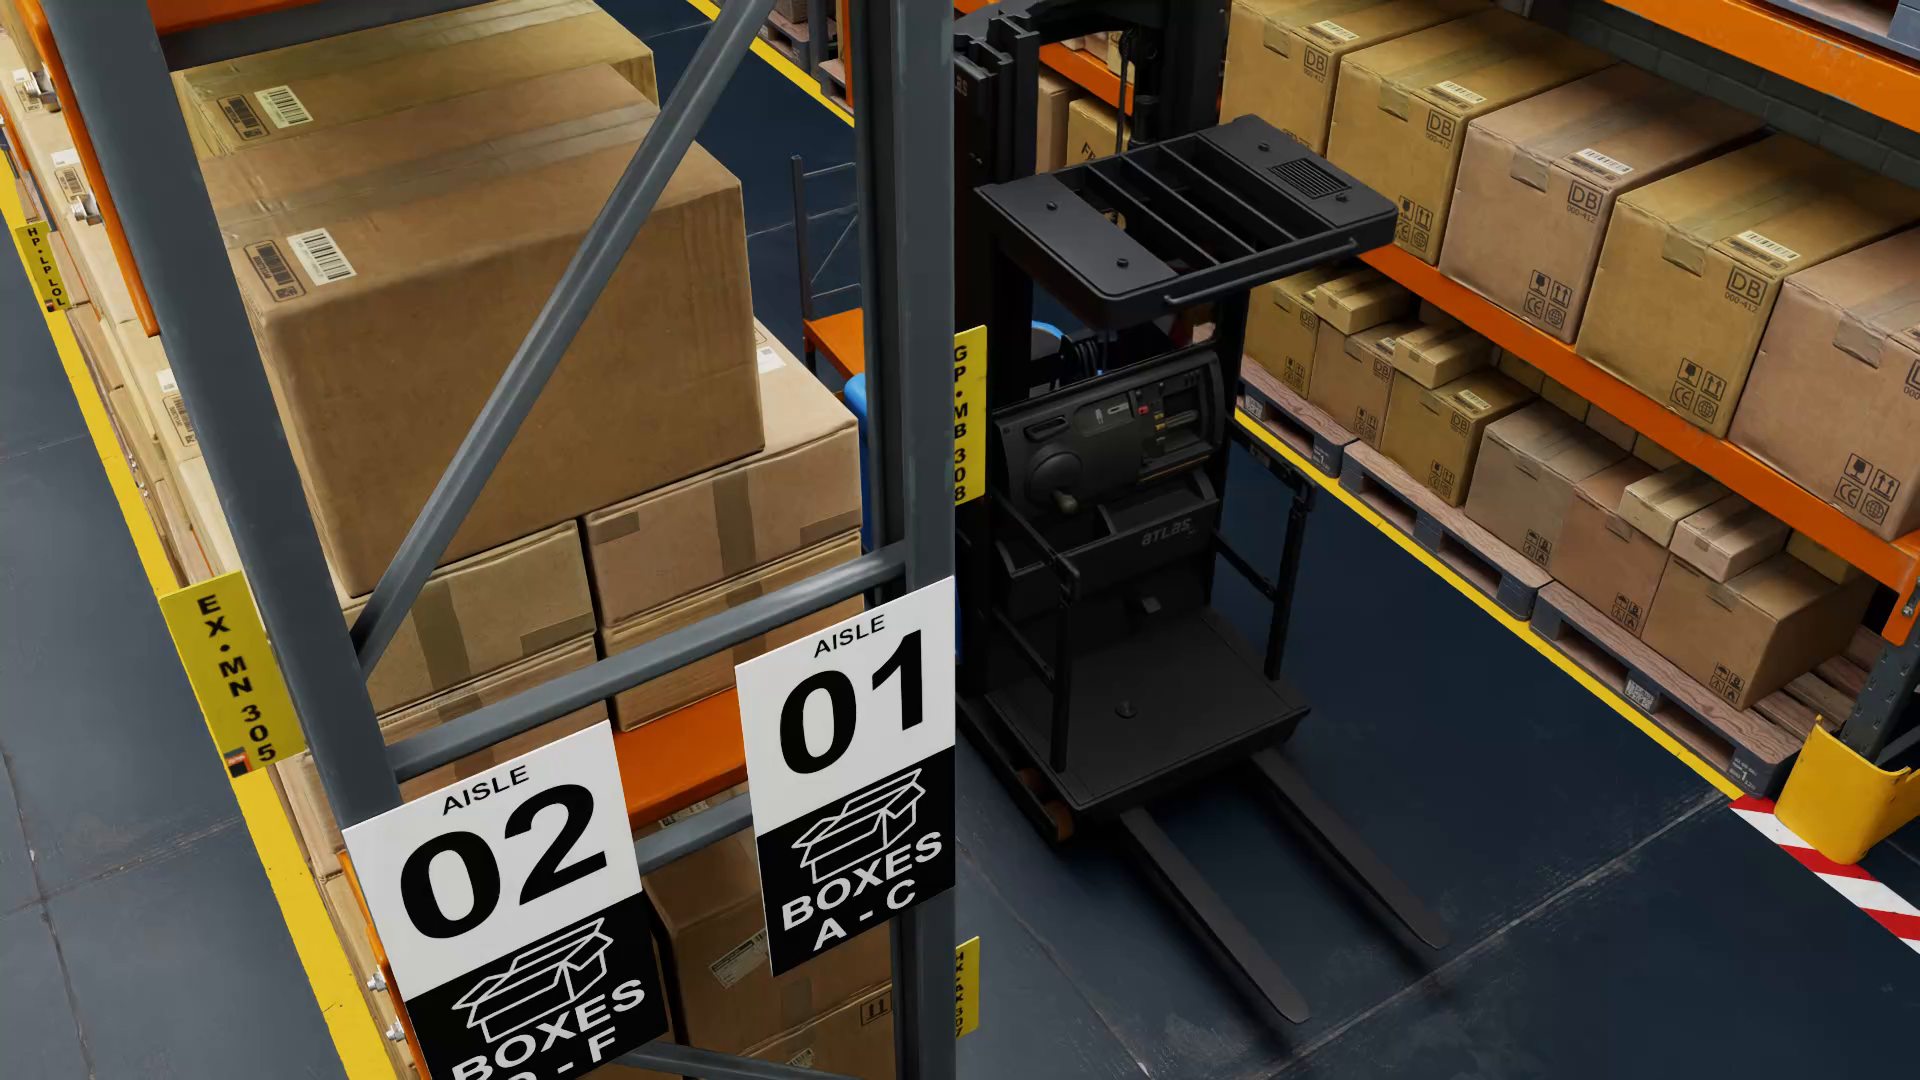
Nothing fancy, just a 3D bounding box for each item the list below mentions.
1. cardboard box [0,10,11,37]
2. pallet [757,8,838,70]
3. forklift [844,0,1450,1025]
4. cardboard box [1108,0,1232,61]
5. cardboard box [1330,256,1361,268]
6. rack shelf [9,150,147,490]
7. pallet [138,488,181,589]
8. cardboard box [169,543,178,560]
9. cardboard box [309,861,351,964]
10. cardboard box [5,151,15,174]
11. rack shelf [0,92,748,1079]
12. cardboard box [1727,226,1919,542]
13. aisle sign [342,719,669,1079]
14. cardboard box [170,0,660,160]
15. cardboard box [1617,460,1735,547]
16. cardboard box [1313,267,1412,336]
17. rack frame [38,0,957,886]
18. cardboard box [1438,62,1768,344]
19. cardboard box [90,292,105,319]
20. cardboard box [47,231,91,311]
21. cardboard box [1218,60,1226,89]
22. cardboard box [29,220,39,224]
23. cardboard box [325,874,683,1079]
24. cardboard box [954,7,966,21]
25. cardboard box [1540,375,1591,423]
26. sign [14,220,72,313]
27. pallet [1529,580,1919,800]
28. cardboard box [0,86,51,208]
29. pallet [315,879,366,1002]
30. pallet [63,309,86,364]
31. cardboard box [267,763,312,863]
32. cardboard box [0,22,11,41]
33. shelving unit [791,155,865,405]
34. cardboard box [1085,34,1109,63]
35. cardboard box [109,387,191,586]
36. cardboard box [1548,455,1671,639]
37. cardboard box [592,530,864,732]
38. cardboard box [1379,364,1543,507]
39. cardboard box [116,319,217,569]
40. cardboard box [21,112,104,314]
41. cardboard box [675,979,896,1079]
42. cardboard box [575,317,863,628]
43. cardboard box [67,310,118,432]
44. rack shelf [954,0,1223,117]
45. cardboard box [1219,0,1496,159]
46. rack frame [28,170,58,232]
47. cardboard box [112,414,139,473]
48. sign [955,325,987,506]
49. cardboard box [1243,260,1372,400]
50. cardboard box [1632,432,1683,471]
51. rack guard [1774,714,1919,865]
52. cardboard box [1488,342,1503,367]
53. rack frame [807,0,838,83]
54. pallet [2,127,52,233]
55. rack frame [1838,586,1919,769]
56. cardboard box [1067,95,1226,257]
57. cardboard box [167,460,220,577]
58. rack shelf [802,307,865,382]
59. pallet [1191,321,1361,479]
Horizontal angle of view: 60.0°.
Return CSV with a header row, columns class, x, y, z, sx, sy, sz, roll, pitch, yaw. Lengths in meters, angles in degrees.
class,x,y,z,sx,sy,sz,roll,pitch,yaw
cardboard box,-2.168,-1.675,4.214,0.700,0.500,0.500,-22,45,-24
pallet,-1.006,-3.885,12.247,1.003,0.211,1.213,-22,45,-24
forklift,0.662,-0.305,5.826,1.130,2.935,3.031,-20,44,-22
cardboard box,1.103,-2.698,8.318,0.500,0.500,0.500,-23,45,-25
cardboard box,1.969,-1.533,8.364,0.380,0.149,0.250,-22,45,-25
rack shelf,-3.686,-1.471,7.734,1.077,0.370,4.000,-22,45,-24
pallet,-3.080,-0.022,7.612,1.003,0.211,1.213,-22,45,-24
cardboard box,-2.567,-0.337,5.733,0.500,0.500,0.500,-21,44,-23
cardboard box,-1.476,0.755,4.423,0.500,0.500,0.500,-22,45,-24
cardboard box,-5.530,-2.409,10.117,0.500,0.250,0.500,-23,45,-25
rack shelf,-1.535,-0.464,4.183,1.077,0.370,4.000,-22,45,-24
cardboard box,3.432,-0.603,5.896,0.980,0.700,0.700,-20,44,-23
aisle sign,-0.682,0.635,2.614,0.394,0.787,0.004,-22,45,-24
cardboard box,-0.948,-0.654,2.990,0.700,0.500,0.500,-22,45,-24
cardboard box,2.893,-0.154,6.709,0.380,0.149,0.250,-21,44,-23
cardboard box,1.910,-1.138,7.891,0.380,0.149,0.250,-21,44,-23
rack frame,-0.460,-0.813,1.697,1.000,3.000,0.127,-22,45,-24
cardboard box,2.629,-1.406,6.860,0.980,0.700,0.700,-24,46,-26
cardboard box,-1.753,-0.604,3.906,0.500,0.250,0.500,-22,45,-24
cardboard box,-2.595,-0.739,5.435,0.500,0.500,0.500,-21,44,-23
cardboard box,1.143,-2.371,8.433,0.380,0.149,0.250,-22,44,-24
cardboard box,-4.472,-1.411,8.709,0.500,0.500,0.500,-24,45,-26
cardboard box,-0.931,0.923,3.440,0.500,0.500,0.500,-23,45,-25
cardboard box,0.163,-2.952,10.301,0.750,0.750,0.750,-22,45,-25
cardboard box,2.806,-0.695,7.358,0.380,0.149,0.250,-22,44,-24
sign,-3.077,-0.920,5.606,0.100,0.325,0.005,-22,45,-24
pallet,3.219,0.451,7.044,1.003,0.211,1.213,-22,45,-24
cardboard box,-2.293,-1.144,4.553,0.500,0.250,0.500,-22,45,-24
pallet,-1.582,1.434,5.865,1.003,0.211,1.213,-22,45,-24
pallet,-4.392,-1.339,9.193,1.003,0.211,1.213,-22,45,-24
cardboard box,-1.486,0.373,4.101,0.500,0.500,0.500,-21,44,-23
cardboard box,-2.288,-1.337,4.395,0.500,0.250,0.500,-22,45,-24
shelving unit,-0.282,-0.926,7.690,0.587,1.500,1.083,-20,44,-22
cardboard box,0.886,-2.654,8.773,0.380,0.149,0.250,-21,44,-23
cardboard box,-2.041,-0.183,4.767,0.500,0.500,0.500,-24,45,-26
cardboard box,2.985,-0.030,7.068,0.700,0.500,0.500,-22,45,-25
cardboard box,-0.522,0.032,3.143,0.500,0.250,0.500,-22,45,-24
cardboard box,2.421,-0.587,7.736,0.700,0.500,0.500,-21,44,-23
cardboard box,-1.220,-0.255,3.096,0.500,0.250,0.500,-22,45,-24
cardboard box,-1.760,-0.794,3.743,0.500,0.250,0.500,-22,45,-24
cardboard box,-0.476,1.123,3.982,0.500,0.500,0.500,-21,44,-24
cardboard box,-0.517,-0.162,2.985,0.500,0.250,0.500,-22,45,-24
cardboard box,-3.921,-0.858,8.046,0.500,0.500,0.500,-24,45,-26
rack shelf,0.488,-3.178,9.783,1.077,0.370,4.000,-22,45,-24
cardboard box,1.842,-2.192,7.803,0.980,0.700,0.700,-22,44,-24
rack frame,-2.611,-0.668,6.208,1.000,3.000,0.127,-22,45,-24
cardboard box,-3.377,-0.314,7.392,0.500,0.500,0.500,-22,45,-24
sign,-0.003,-0.184,2.601,0.100,0.325,0.005,-22,45,-24
cardboard box,1.879,-1.137,8.396,0.700,0.500,0.500,-22,44,-24
cardboard box,3.082,-0.419,7.028,0.380,0.149,0.250,-22,45,-24
rack guard,3.727,0.757,6.451,1.175,0.500,0.348,-22,45,-24
cardboard box,2.531,-0.970,7.689,0.380,0.149,0.250,-22,44,-24
rack frame,-0.587,-4.534,10.848,1.000,3.000,0.127,-22,45,-24
pallet,-3.712,-1.705,7.603,1.003,0.211,1.213,-22,45,-24
rack frame,3.715,-0.216,5.666,1.000,3.000,0.127,-22,45,-24
cardboard box,1.105,-2.016,9.178,0.750,0.750,0.750,-22,44,-24
cardboard box,-1.218,-0.064,3.257,0.500,0.250,0.500,-22,45,-24
rack shelf,-0.286,-0.793,7.811,0.538,0.185,1.000,-20,44,-22
pallet,1.907,-0.866,8.625,1.003,0.211,1.213,-22,45,-24
